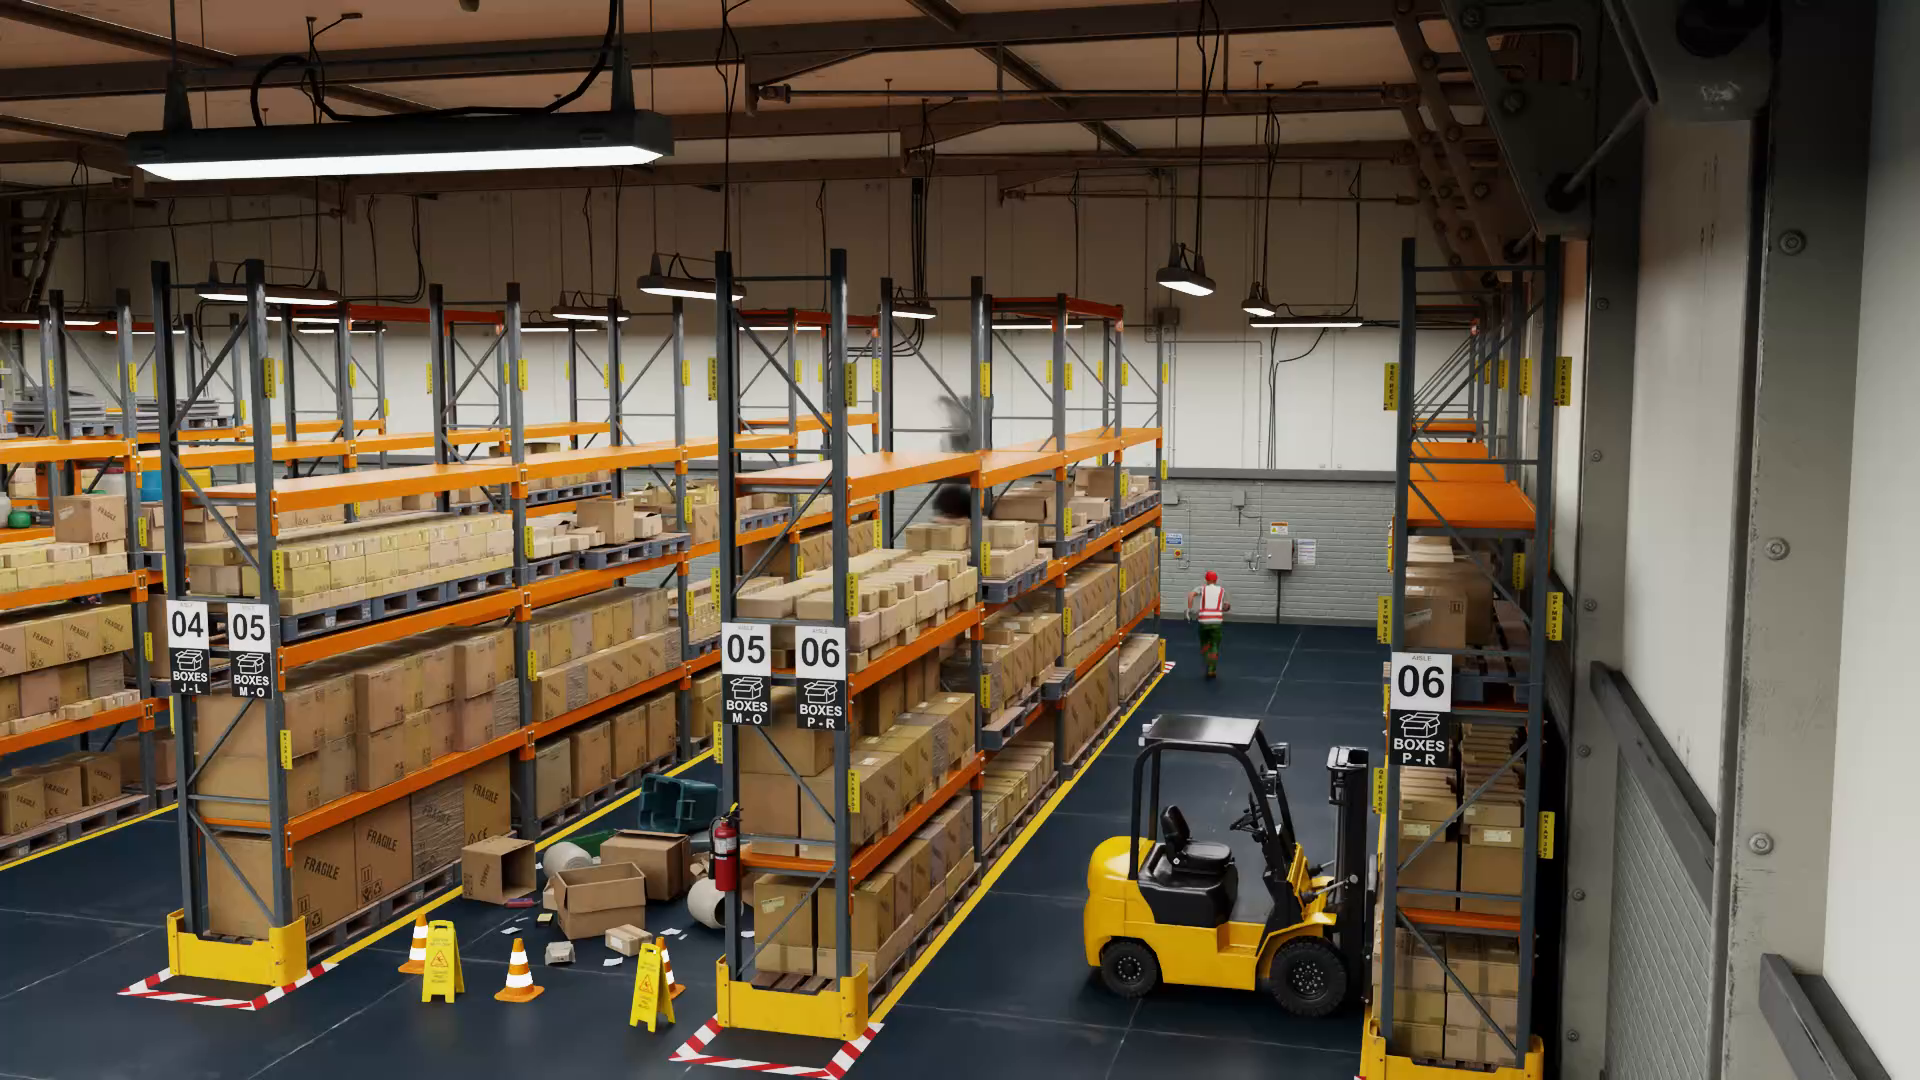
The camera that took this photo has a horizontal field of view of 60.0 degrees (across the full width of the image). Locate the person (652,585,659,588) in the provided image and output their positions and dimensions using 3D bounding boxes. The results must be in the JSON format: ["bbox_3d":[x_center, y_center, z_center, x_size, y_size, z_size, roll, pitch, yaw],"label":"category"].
[{"bbox_3d":[-4.818,1.545,26.583,0.616,1.659,0.539,2,6,18],"label":"person"}]

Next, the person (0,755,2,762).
[{"bbox_3d":[-12.334,2.077,20.711,0.713,1.707,1.091,0,6,-2],"label":"person"}]

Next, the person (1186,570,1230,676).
[{"bbox_3d":[4.111,1.388,27.560,0.739,1.741,0.812,0,6,4],"label":"person"}]
